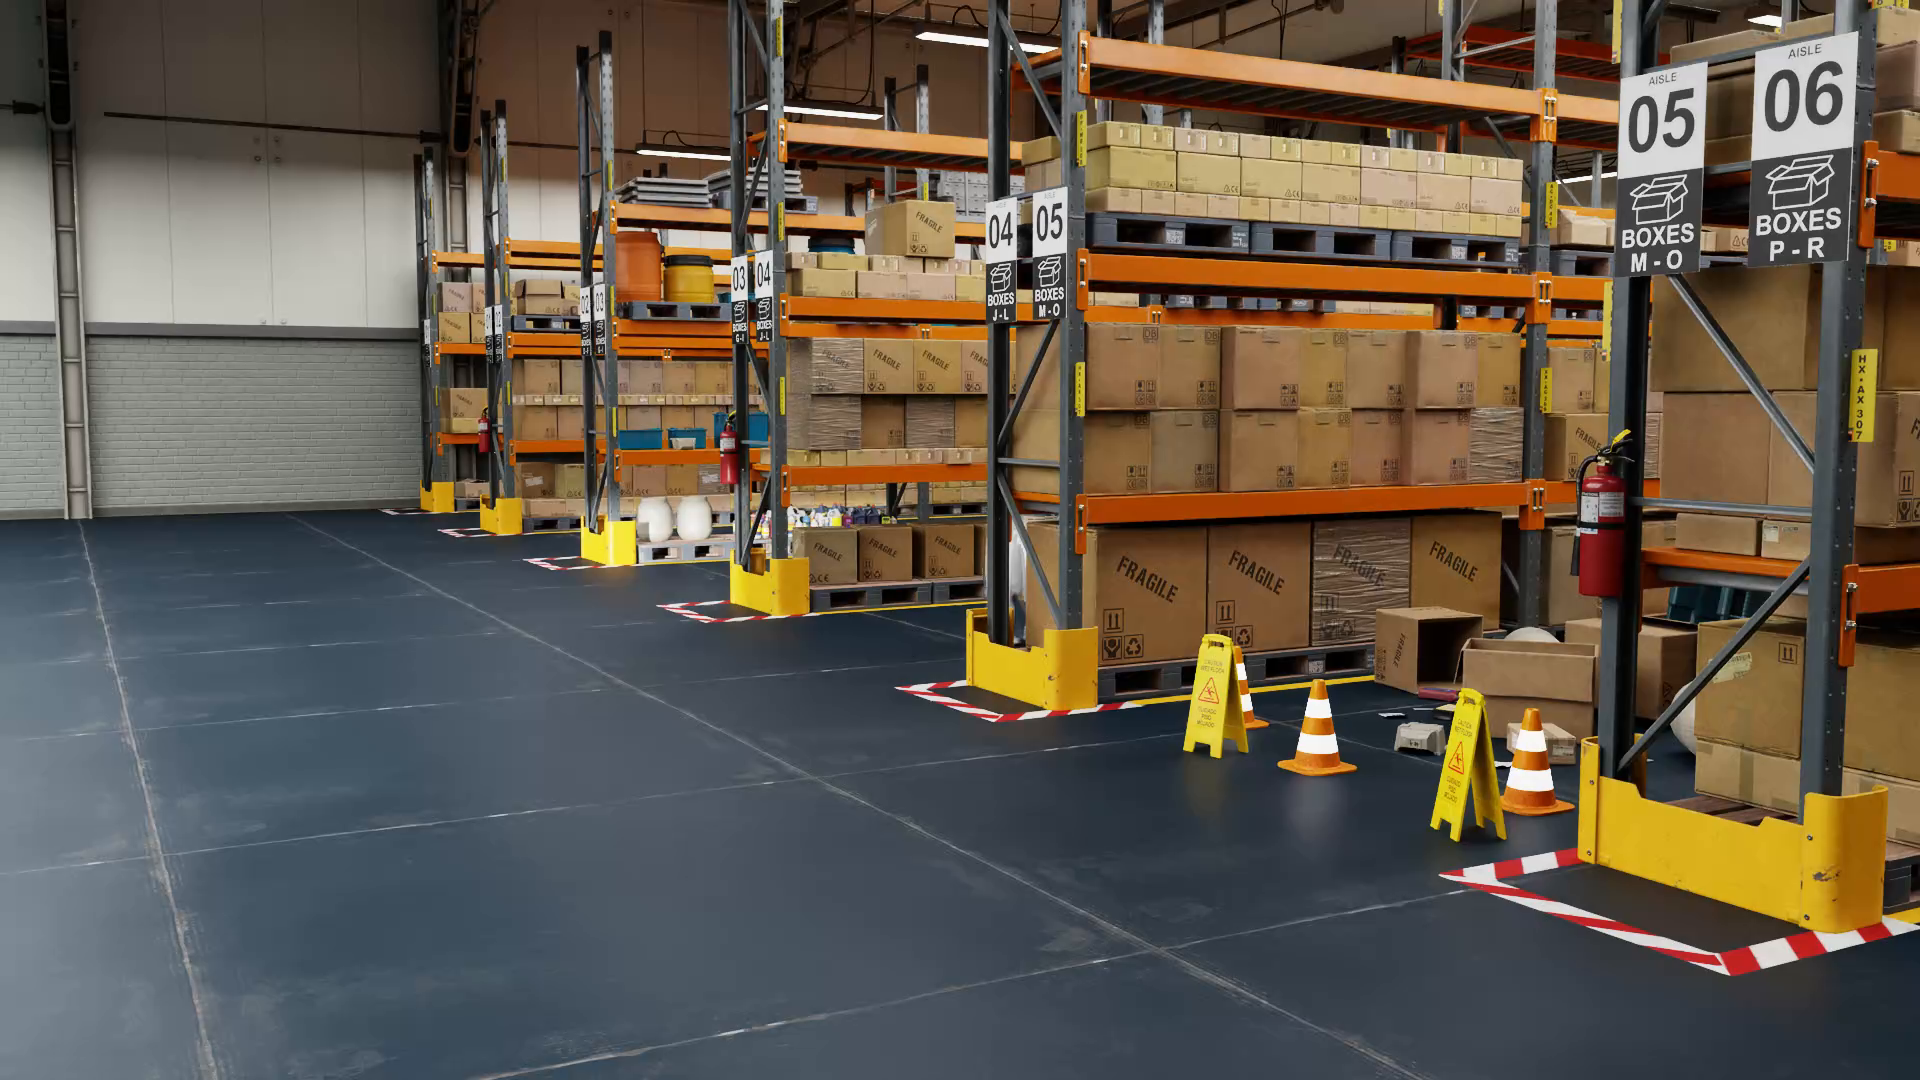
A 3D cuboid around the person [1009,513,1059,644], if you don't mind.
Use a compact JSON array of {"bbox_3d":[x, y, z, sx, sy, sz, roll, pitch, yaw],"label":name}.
[{"bbox_3d":[0.604,0.291,12.861,0.511,1.063,0.991,-3,6,-31],"label":"person"}]
